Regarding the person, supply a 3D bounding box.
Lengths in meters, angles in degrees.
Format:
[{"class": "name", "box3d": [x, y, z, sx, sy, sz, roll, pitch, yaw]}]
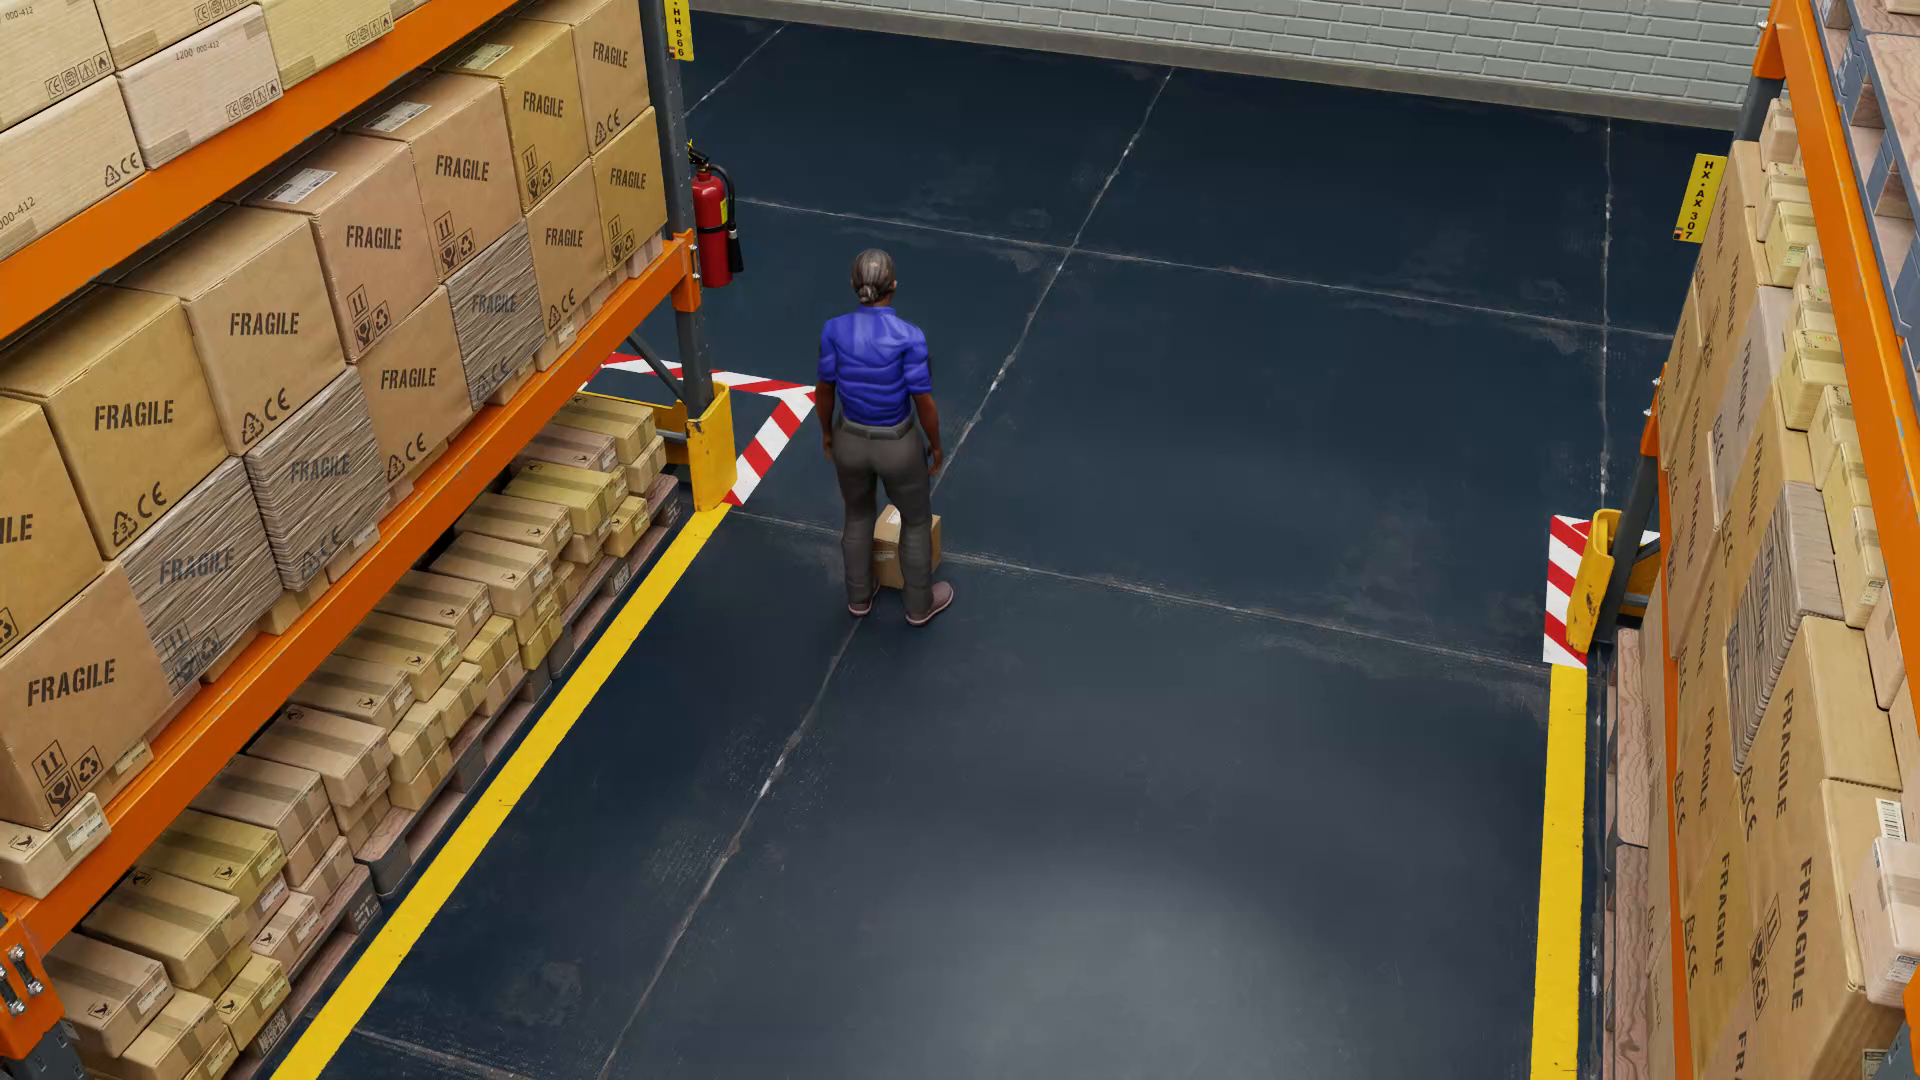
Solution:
[{"class": "person", "box3d": [-0.310, -0.385, 6.660, 0.527, 1.655, 0.348, 9, 38, 12]}]
